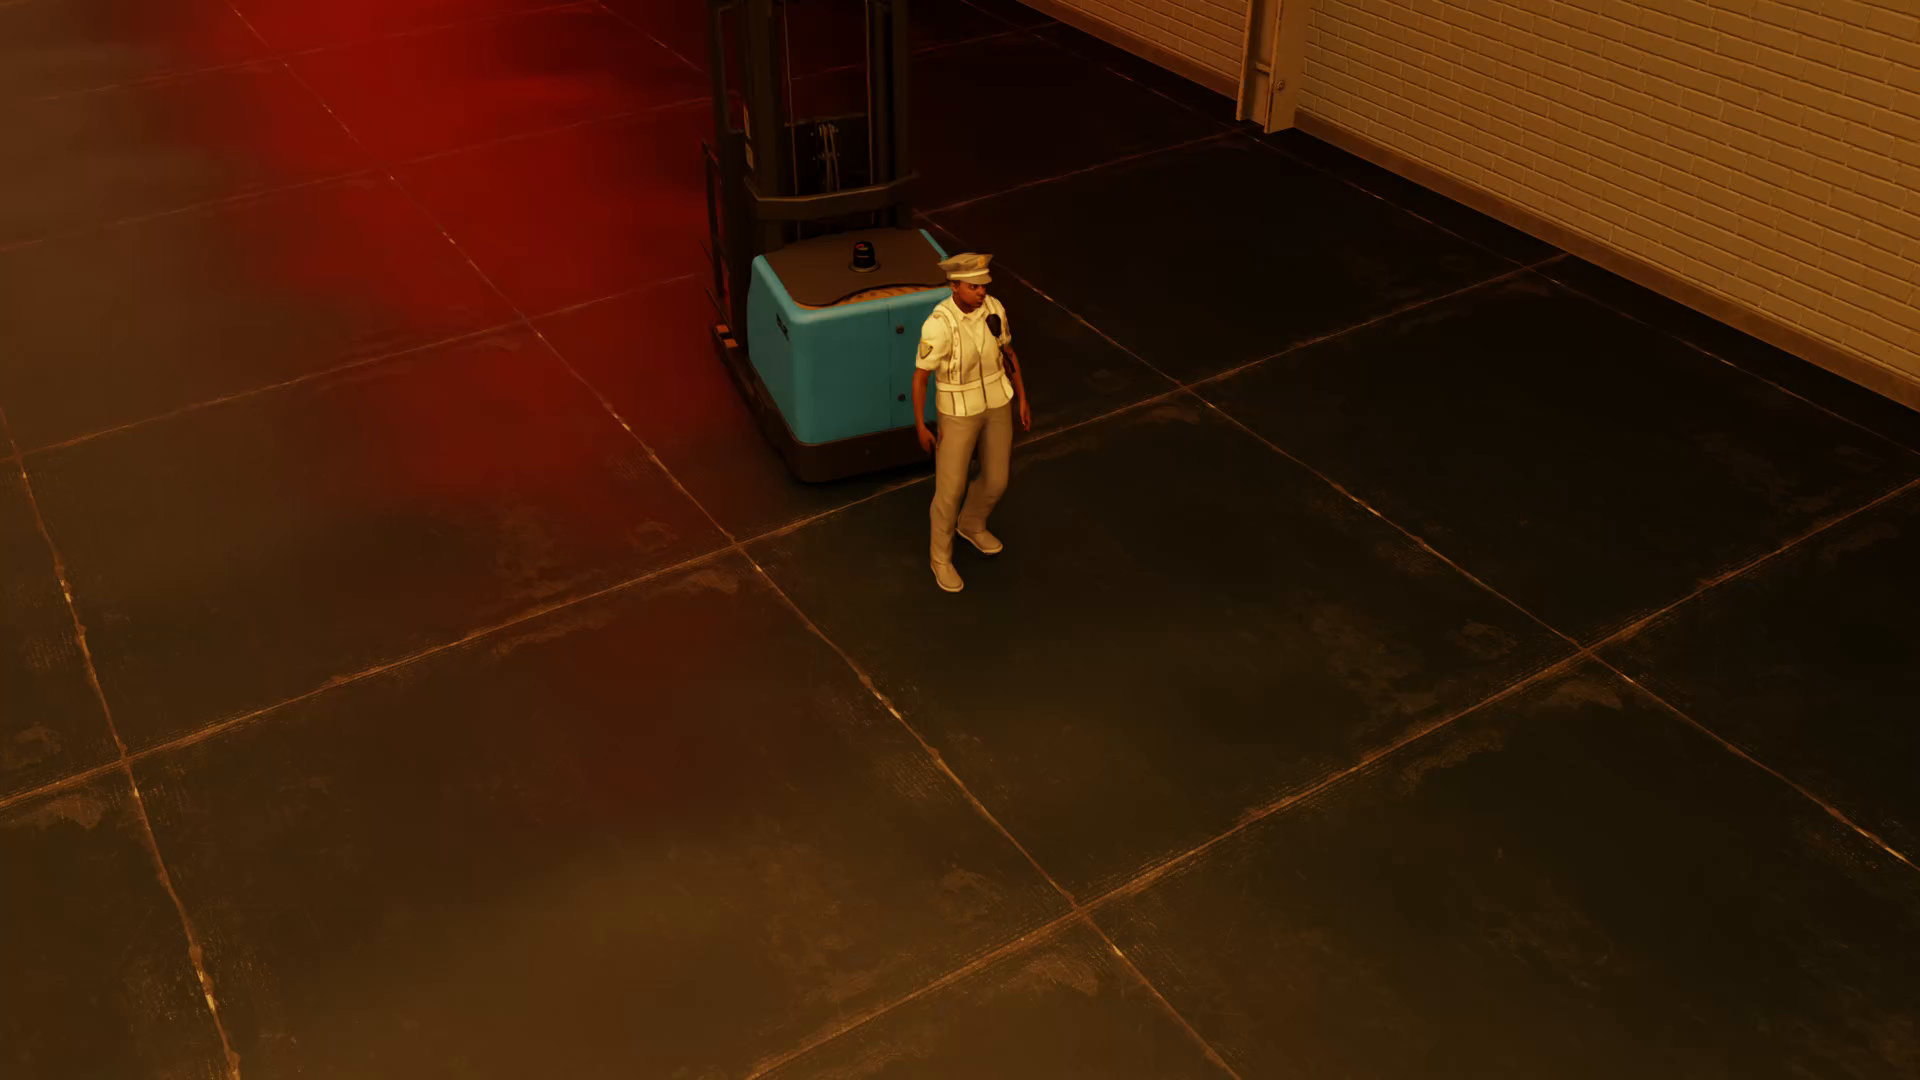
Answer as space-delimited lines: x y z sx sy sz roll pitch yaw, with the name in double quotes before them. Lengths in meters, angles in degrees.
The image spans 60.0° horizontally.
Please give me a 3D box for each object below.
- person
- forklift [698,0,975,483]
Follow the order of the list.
"person" 0.072 -0.603 8.130 0.597 1.671 0.543 -17 39 -23
"forklift" -0.910 -2.352 9.494 1.130 2.935 3.031 -13 37 -17
